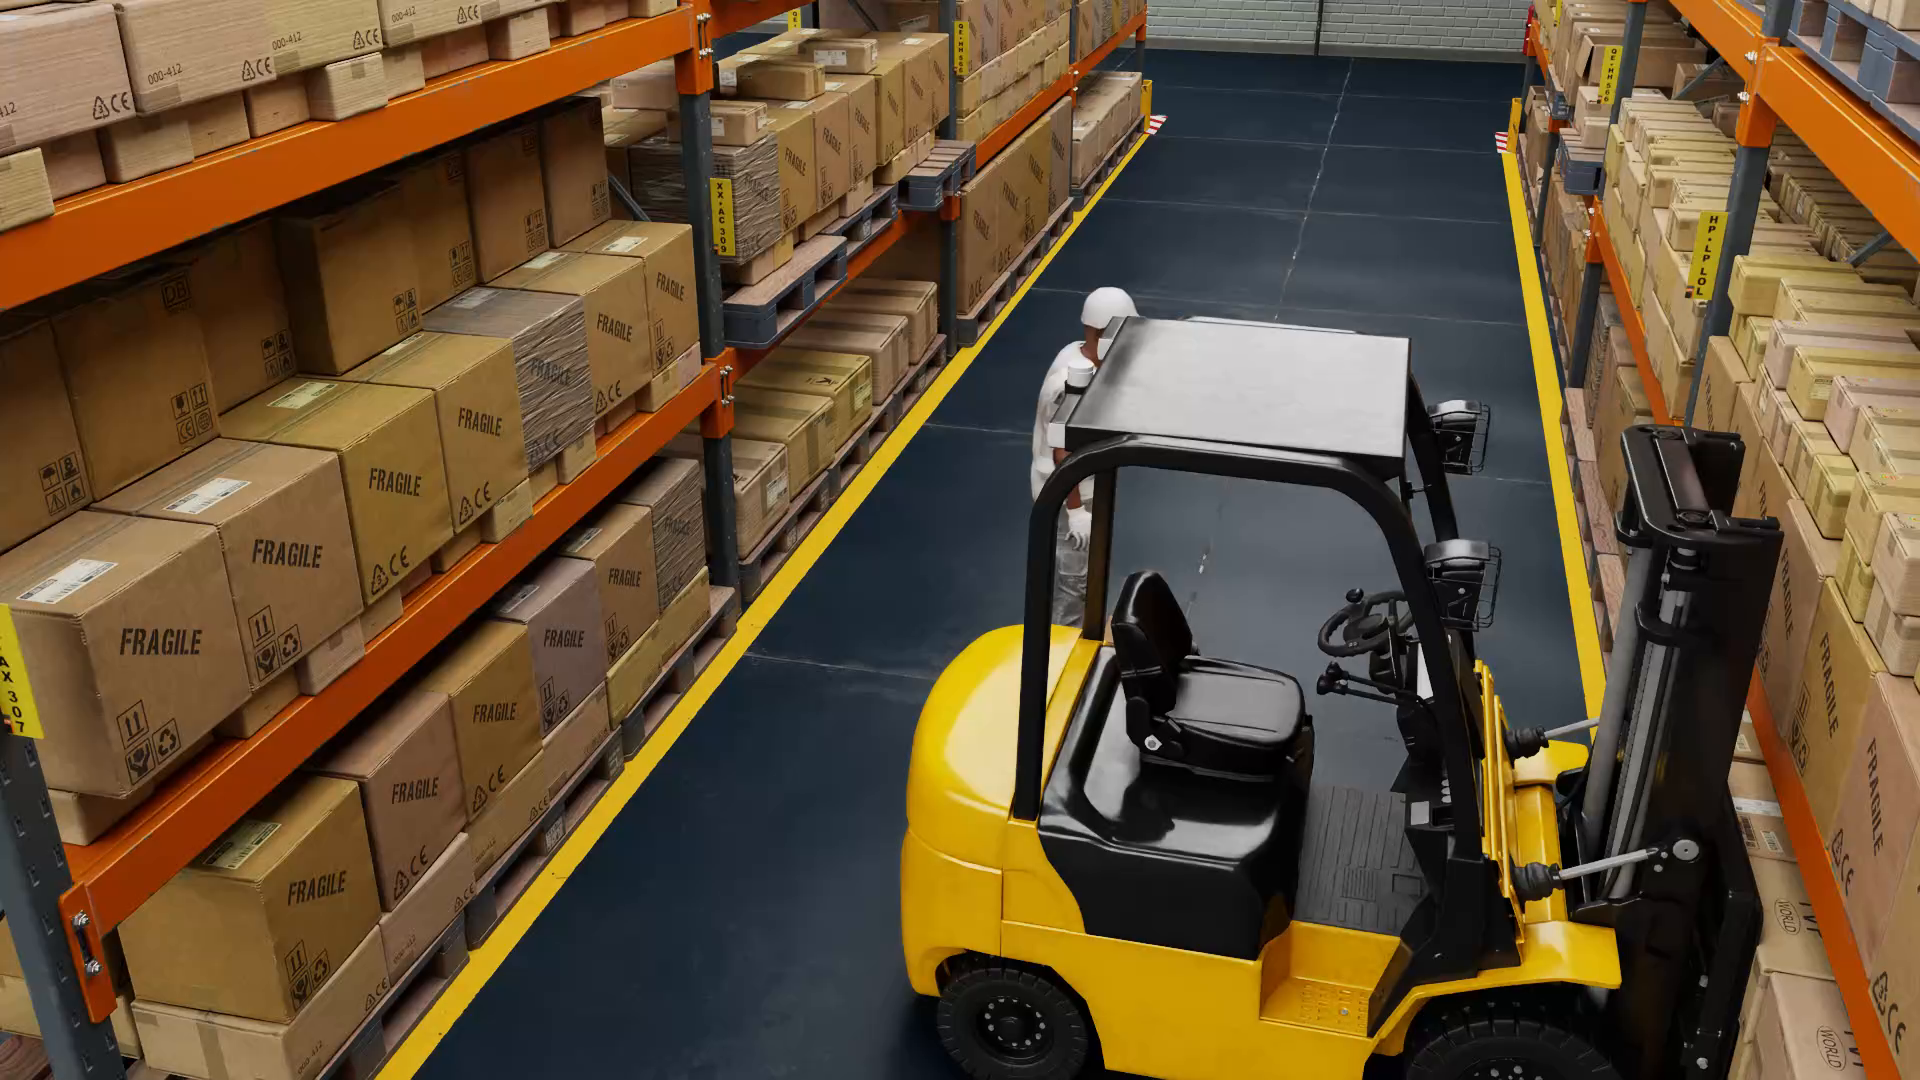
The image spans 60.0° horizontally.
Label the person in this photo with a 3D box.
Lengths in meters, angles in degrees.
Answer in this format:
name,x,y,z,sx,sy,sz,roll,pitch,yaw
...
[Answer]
name,x,y,z,sx,sy,sz,roll,pitch,yaw
person,0.531,-0.197,7.016,0.449,1.774,0.616,6,26,13
